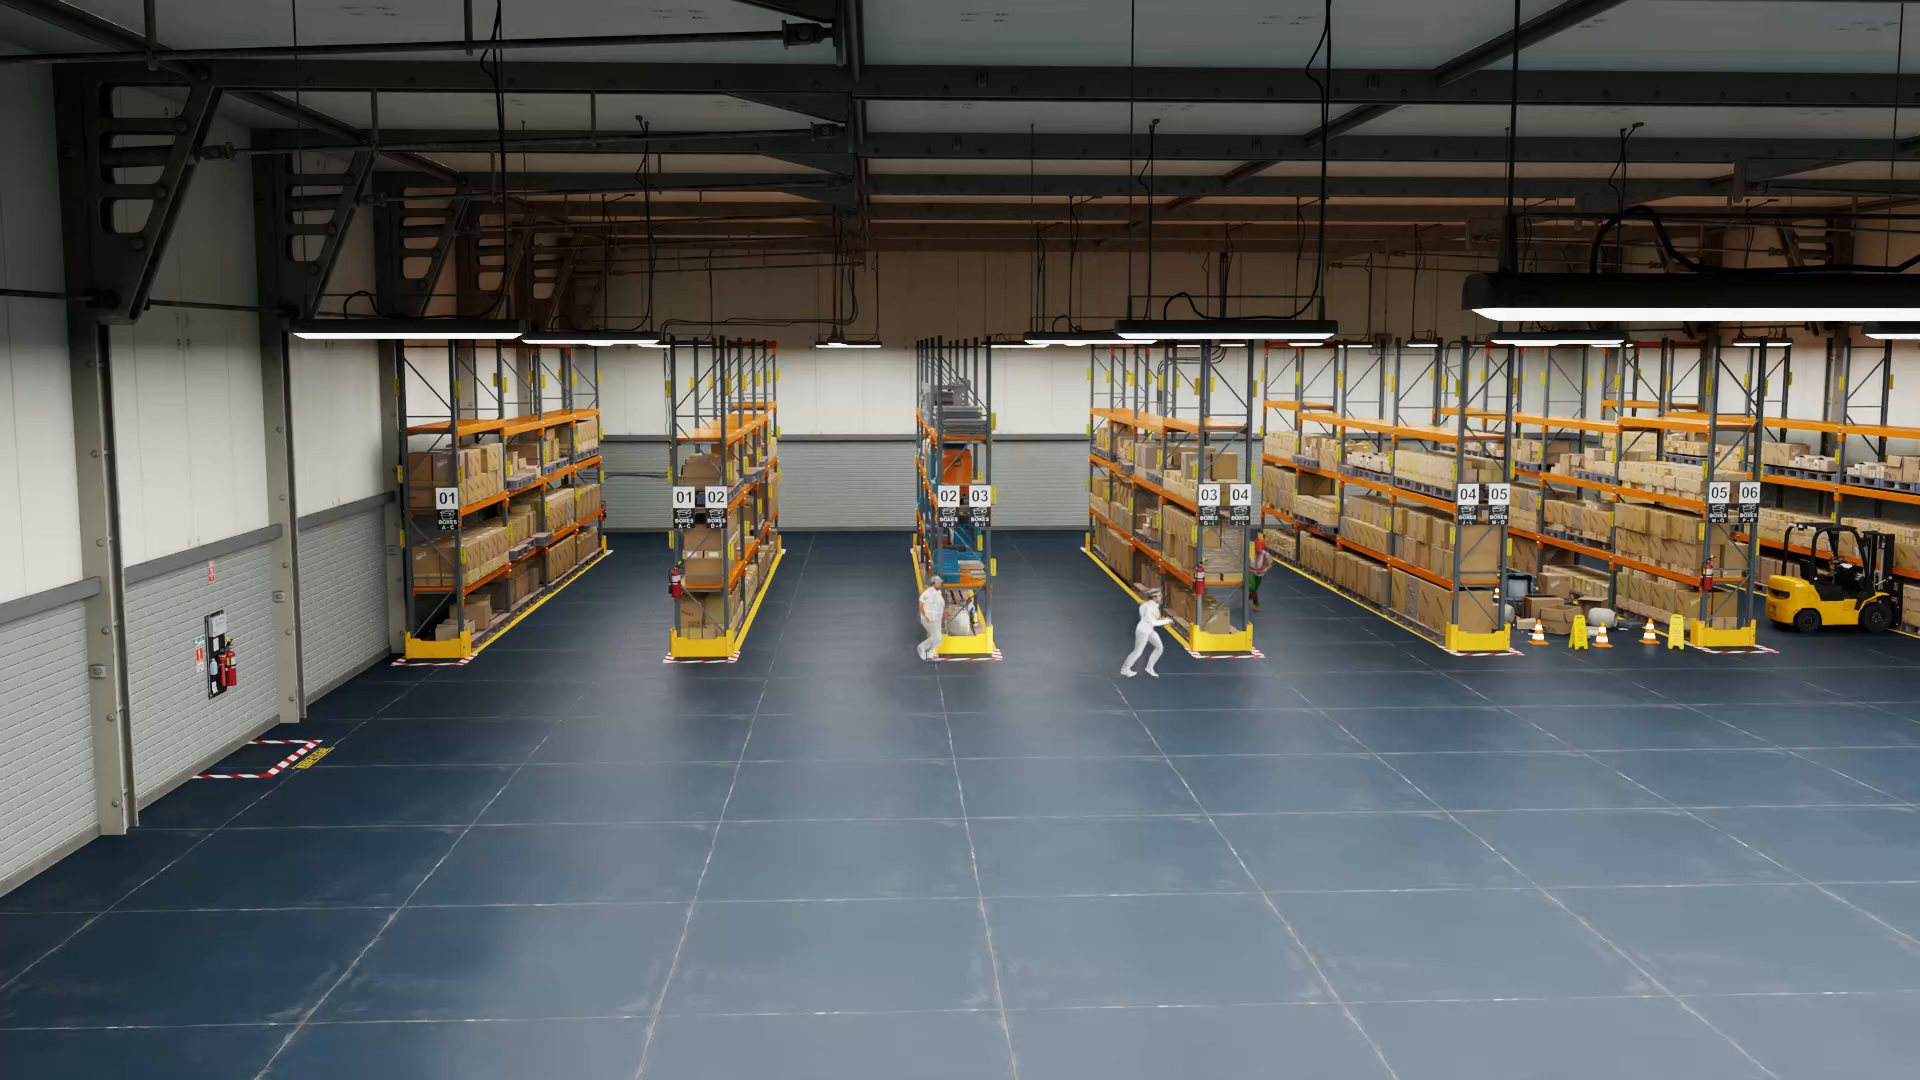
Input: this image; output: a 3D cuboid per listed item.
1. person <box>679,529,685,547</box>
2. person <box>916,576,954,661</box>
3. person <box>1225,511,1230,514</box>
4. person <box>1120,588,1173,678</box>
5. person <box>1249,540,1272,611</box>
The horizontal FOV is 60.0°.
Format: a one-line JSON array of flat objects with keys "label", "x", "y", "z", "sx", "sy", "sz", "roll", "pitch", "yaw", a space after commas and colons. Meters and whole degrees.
[{"label": "person", "x": -6.989, "y": 0.001, "z": 43.229, "sx": 0.674, "sy": 1.678, "sz": 0.622, "roll": -2, "pitch": 7, "yaw": -15}, {"label": "person", "x": -0.482, "y": 1.456, "z": 30.602, "sx": 0.639, "sy": 1.612, "sz": 0.601, "roll": 4, "pitch": 7, "yaw": 30}, {"label": "person", "x": 7.561, "y": -0.359, "z": 46.766, "sx": 0.547, "sy": 1.590, "sz": 0.802, "roll": 0, "pitch": 7, "yaw": 4}, {"label": "person", "x": 3.275, "y": 1.624, "z": 29.099, "sx": 0.916, "sy": 1.627, "sz": 0.599, "roll": 2, "pitch": 7, "yaw": 21}, {"label": "person", "x": 6.505, "y": 0.742, "z": 36.624, "sx": 0.658, "sy": 1.569, "sz": 1.144, "roll": 0, "pitch": 6, "yaw": 0}]
